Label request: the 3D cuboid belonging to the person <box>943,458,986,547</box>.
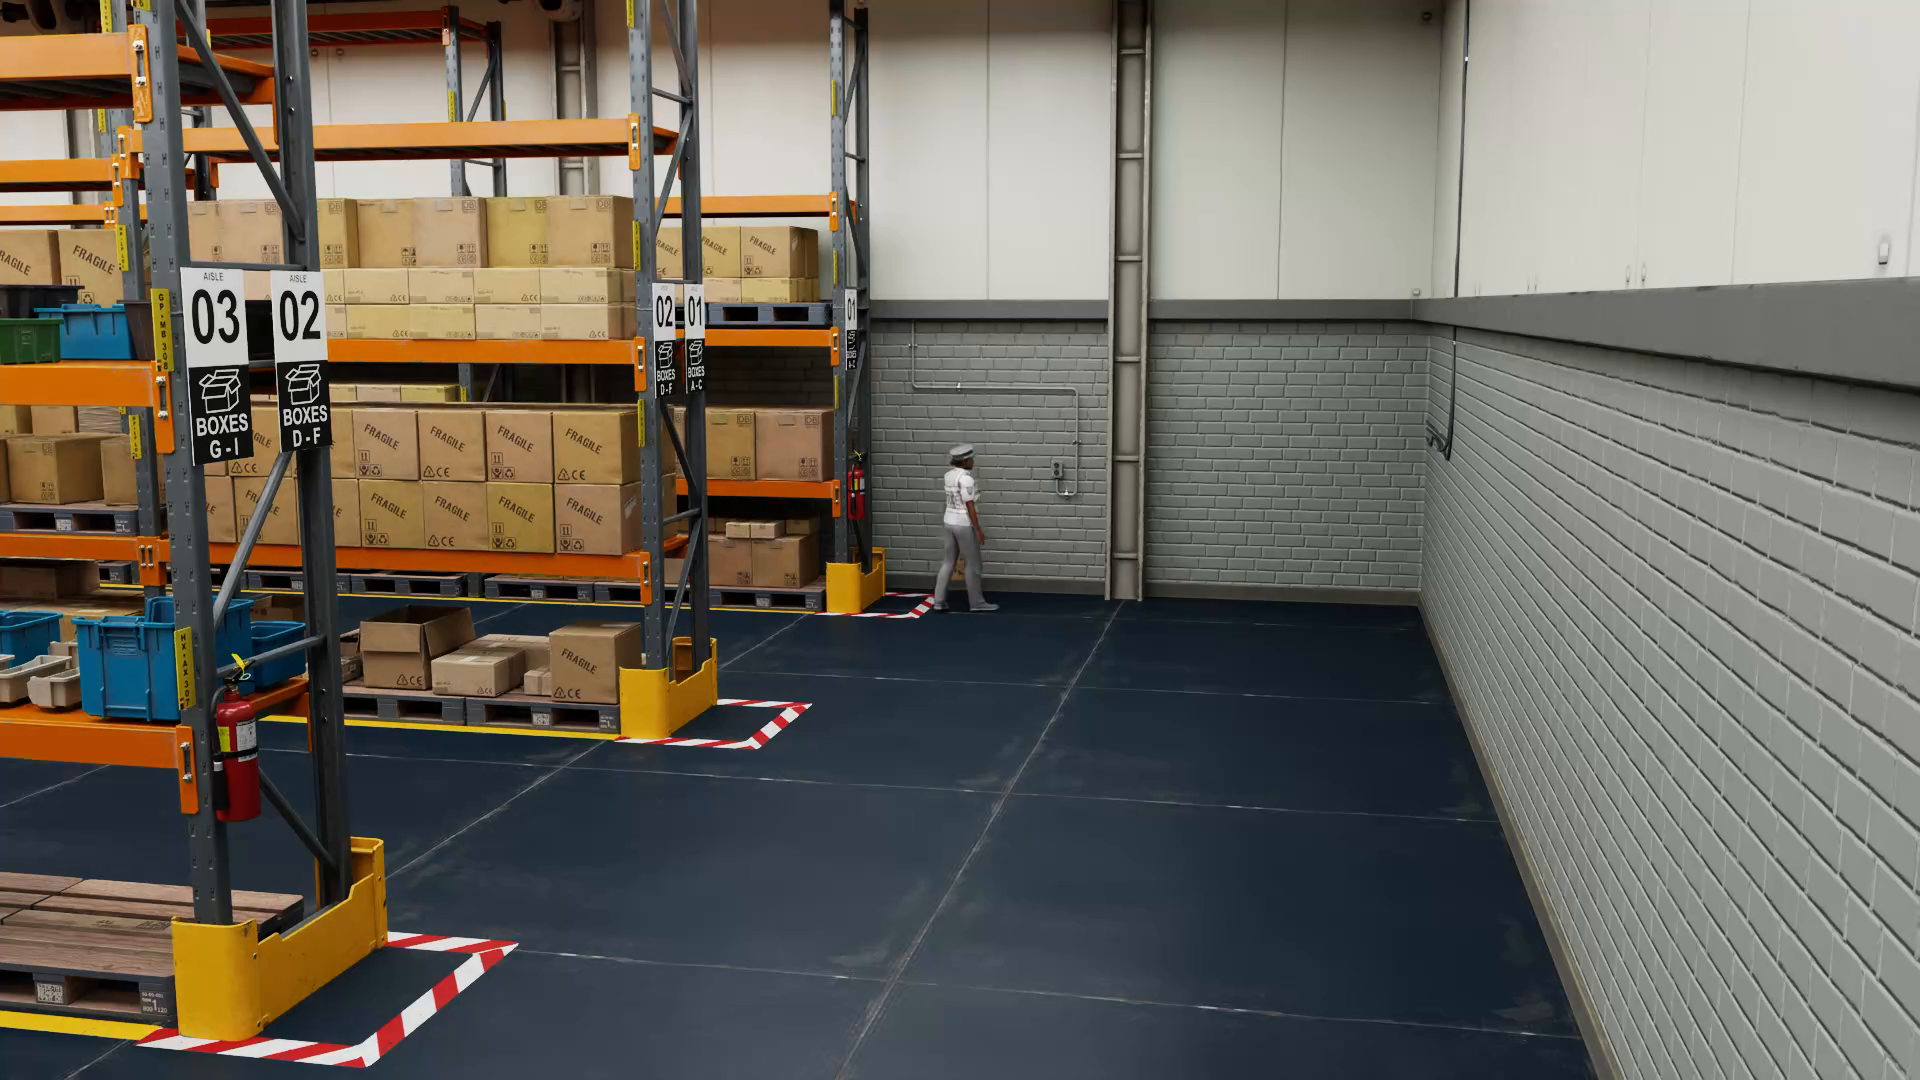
[{"bbox_3d":[0.049,-0.443,16.489,0.343,0.963,0.584,-5,10,-32],"label":"person"}]
